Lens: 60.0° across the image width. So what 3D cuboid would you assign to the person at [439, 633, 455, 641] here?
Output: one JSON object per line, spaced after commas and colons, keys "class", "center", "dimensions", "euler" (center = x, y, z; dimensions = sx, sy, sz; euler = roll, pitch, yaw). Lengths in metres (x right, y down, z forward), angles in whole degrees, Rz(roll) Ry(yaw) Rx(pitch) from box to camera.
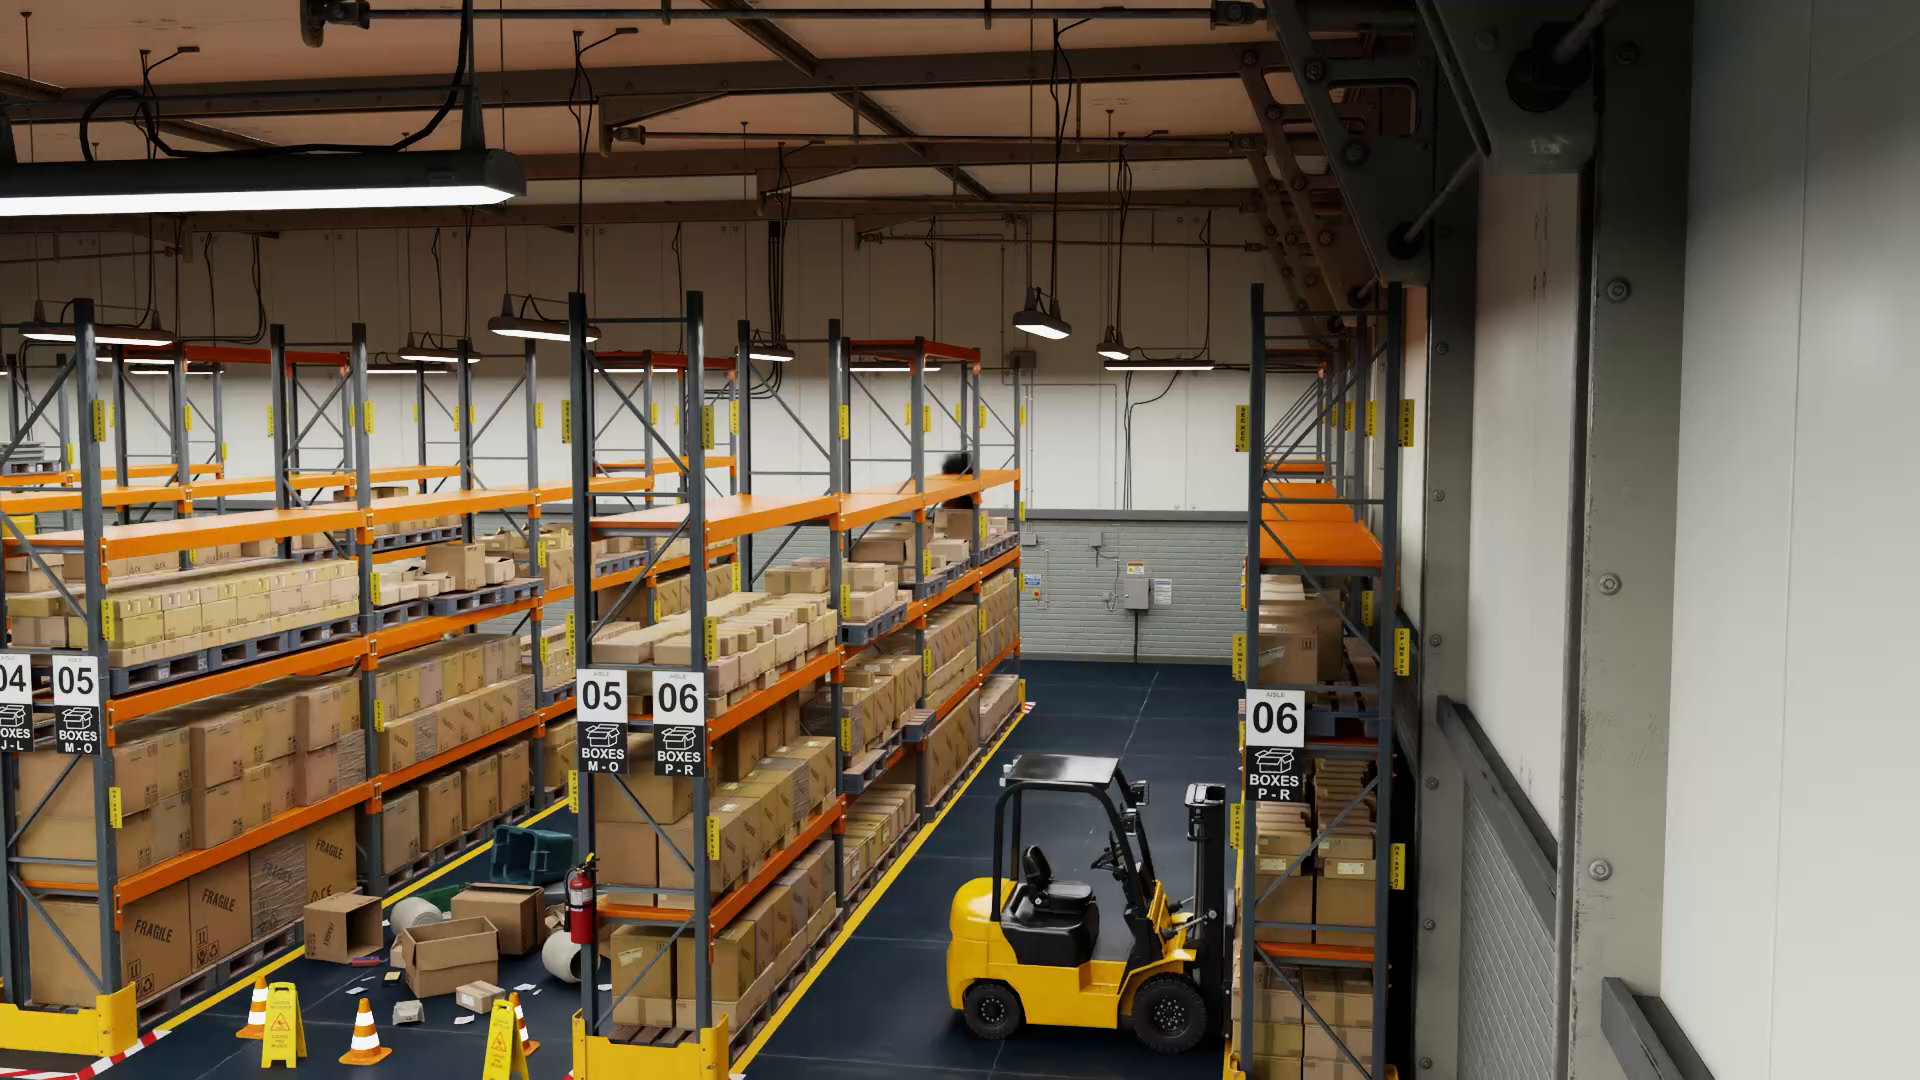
{"class": "person", "center": [-7.958, 2.267, 25.808], "dimensions": [0.613, 1.688, 0.682], "euler": [0, 5, 0]}
